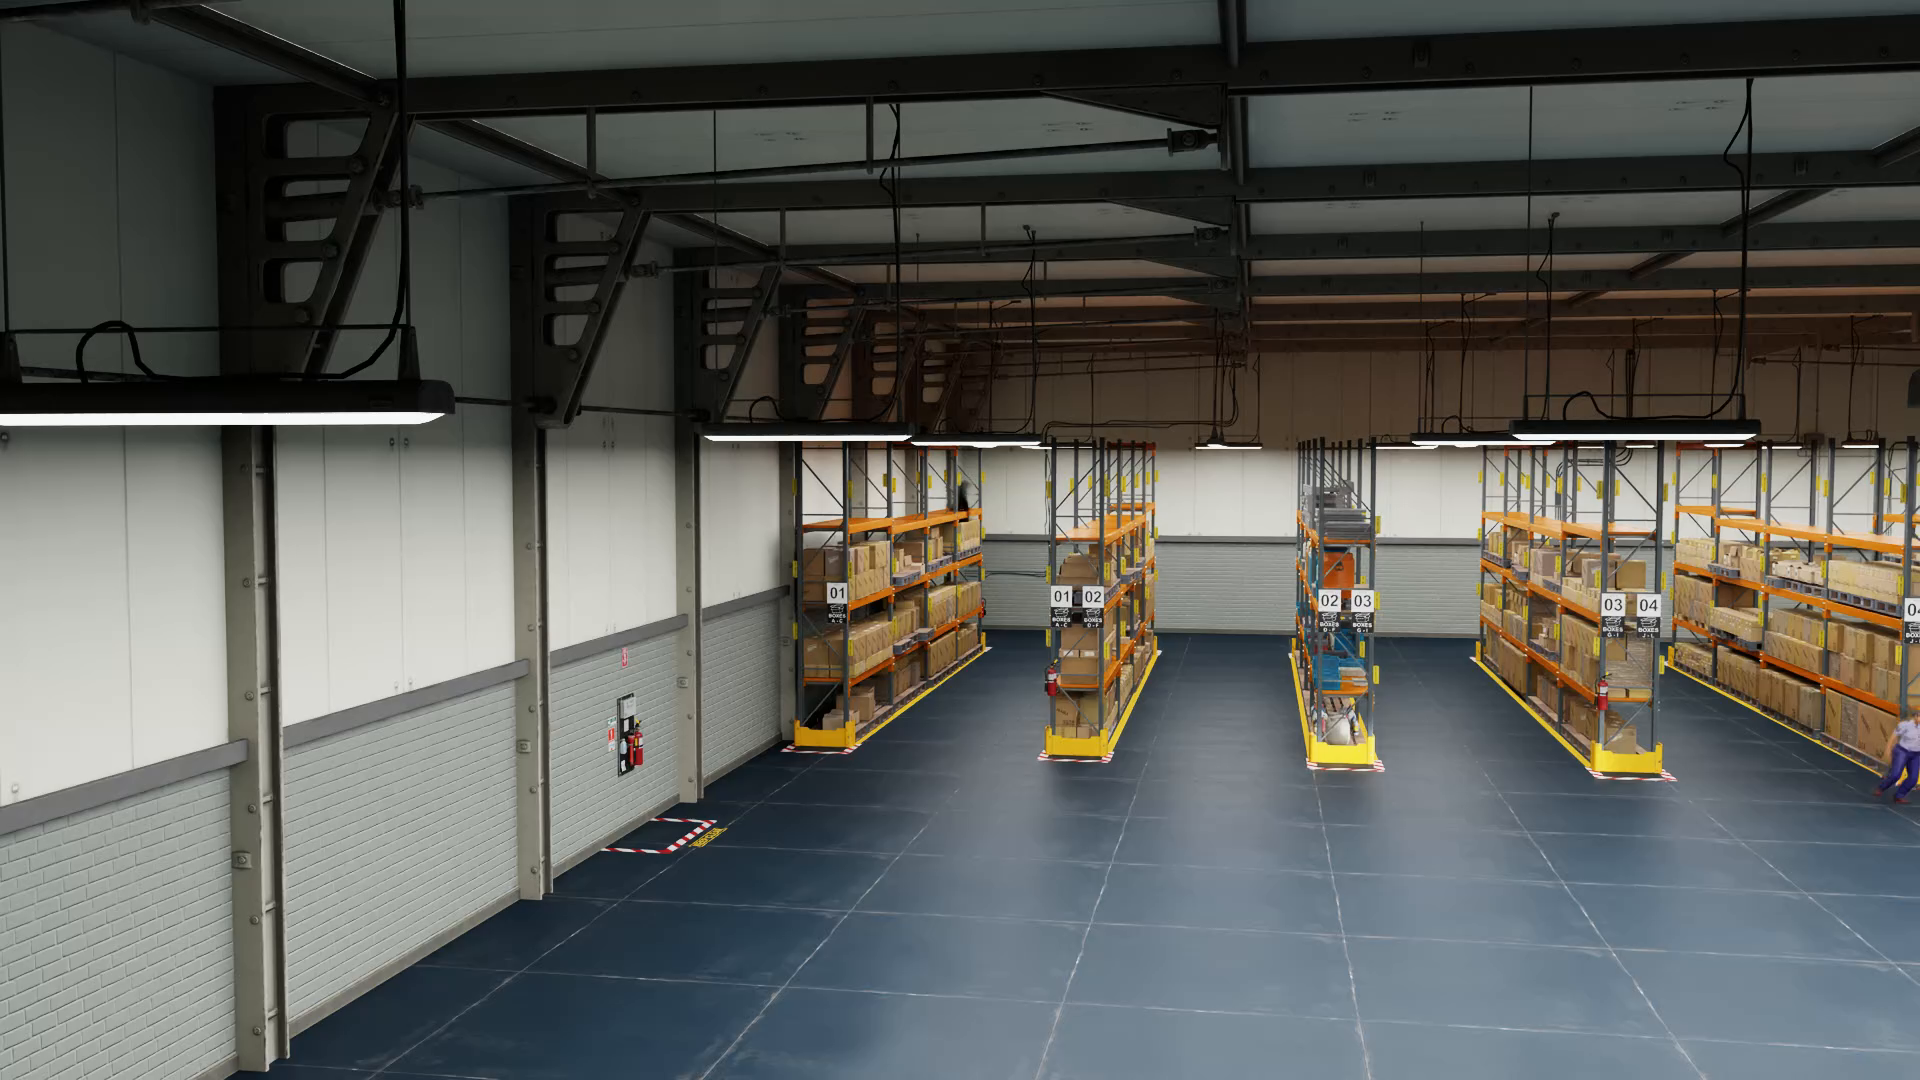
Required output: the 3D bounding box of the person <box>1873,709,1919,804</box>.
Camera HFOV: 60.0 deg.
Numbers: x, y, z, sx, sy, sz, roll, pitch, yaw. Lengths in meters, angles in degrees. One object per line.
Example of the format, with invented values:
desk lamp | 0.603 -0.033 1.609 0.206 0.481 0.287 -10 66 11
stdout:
person | 15.346 3.503 27.043 0.756 1.568 0.612 0 3 -7
